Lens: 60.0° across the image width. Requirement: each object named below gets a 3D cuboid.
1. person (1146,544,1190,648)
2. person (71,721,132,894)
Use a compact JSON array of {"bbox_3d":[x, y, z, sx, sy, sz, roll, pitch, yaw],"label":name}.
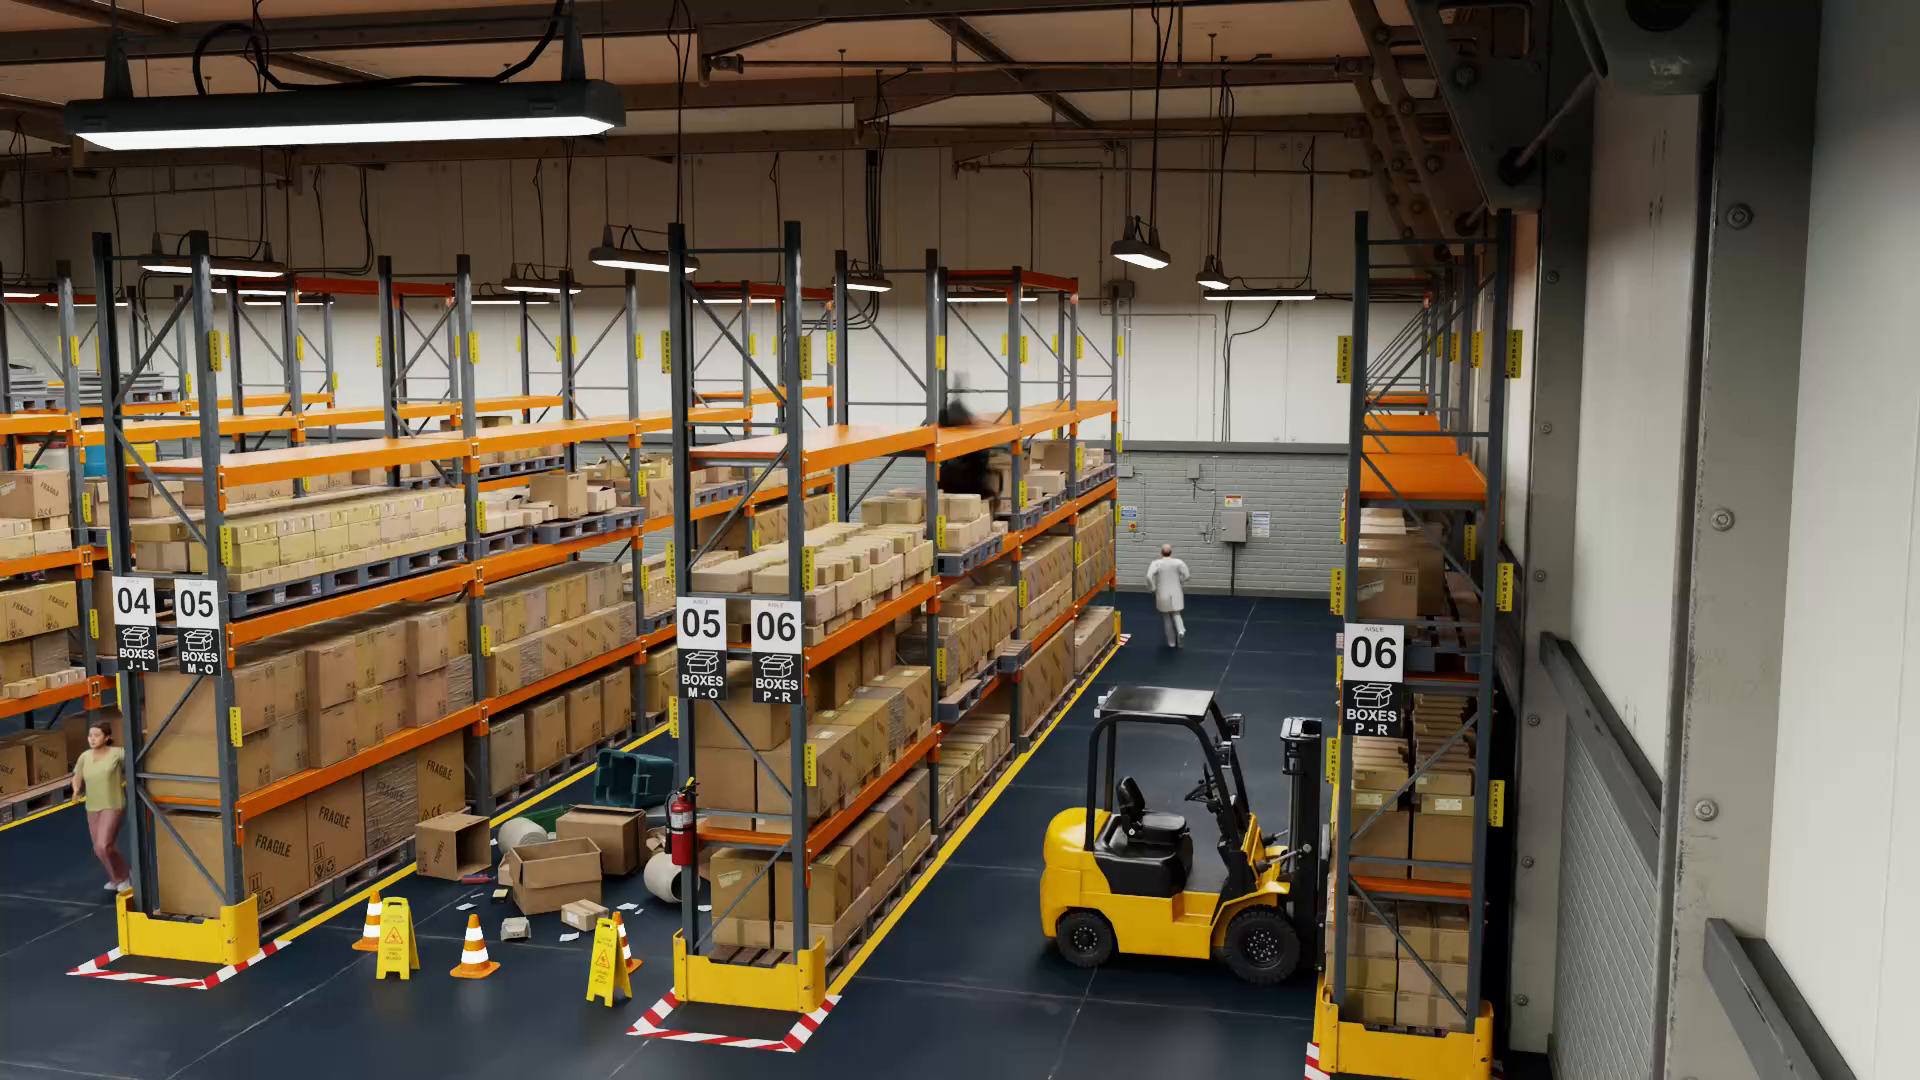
[{"bbox_3d":[3.431,0.930,27.536,0.746,1.749,0.916,0,7,-1],"label":"person"},{"bbox_3d":[-7.849,2.493,15.283,0.605,1.678,0.647,1,7,5],"label":"person"}]
